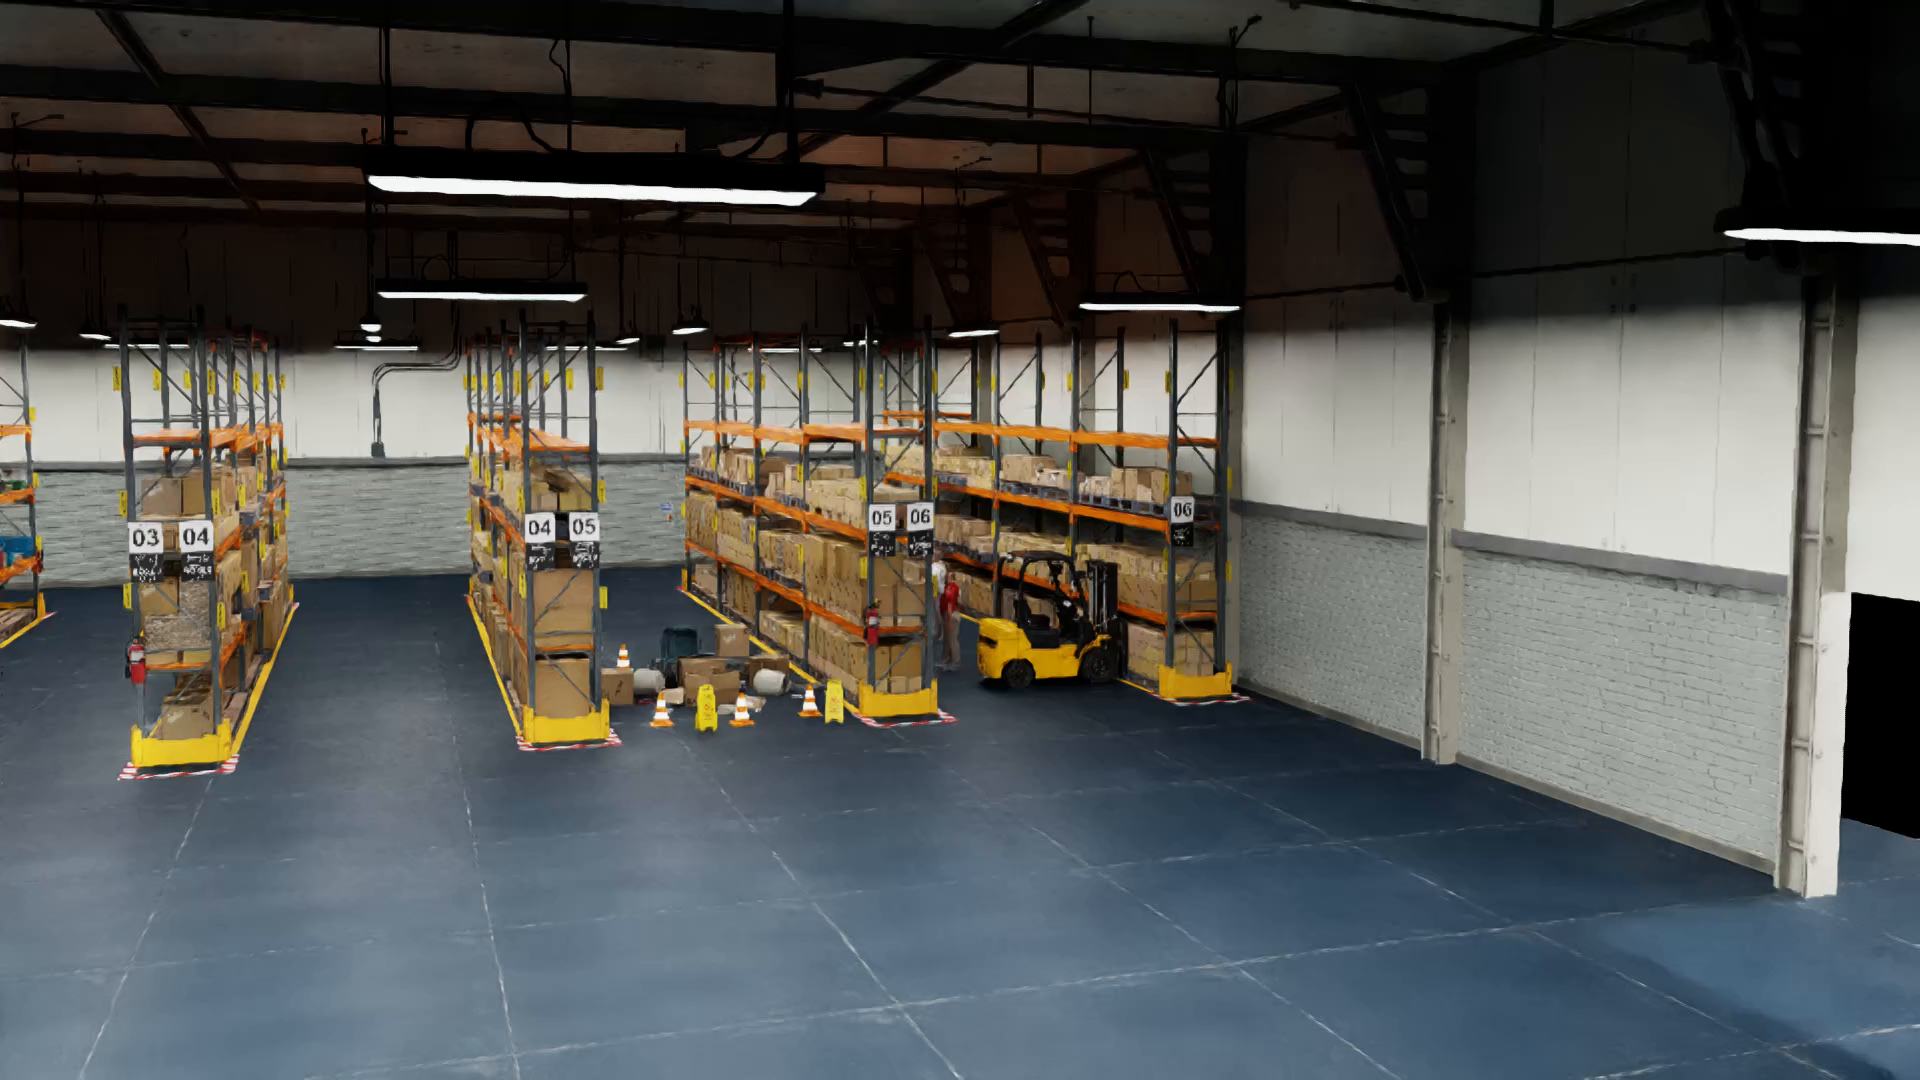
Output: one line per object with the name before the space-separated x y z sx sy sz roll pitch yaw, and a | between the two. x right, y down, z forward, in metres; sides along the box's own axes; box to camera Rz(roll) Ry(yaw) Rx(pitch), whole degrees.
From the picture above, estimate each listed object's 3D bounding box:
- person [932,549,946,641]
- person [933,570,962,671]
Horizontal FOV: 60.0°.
person | -0.469 1.060 32.250 0.580 1.746 0.654 1 5 8
person | -0.230 1.388 28.991 0.528 1.728 0.635 1 5 6
